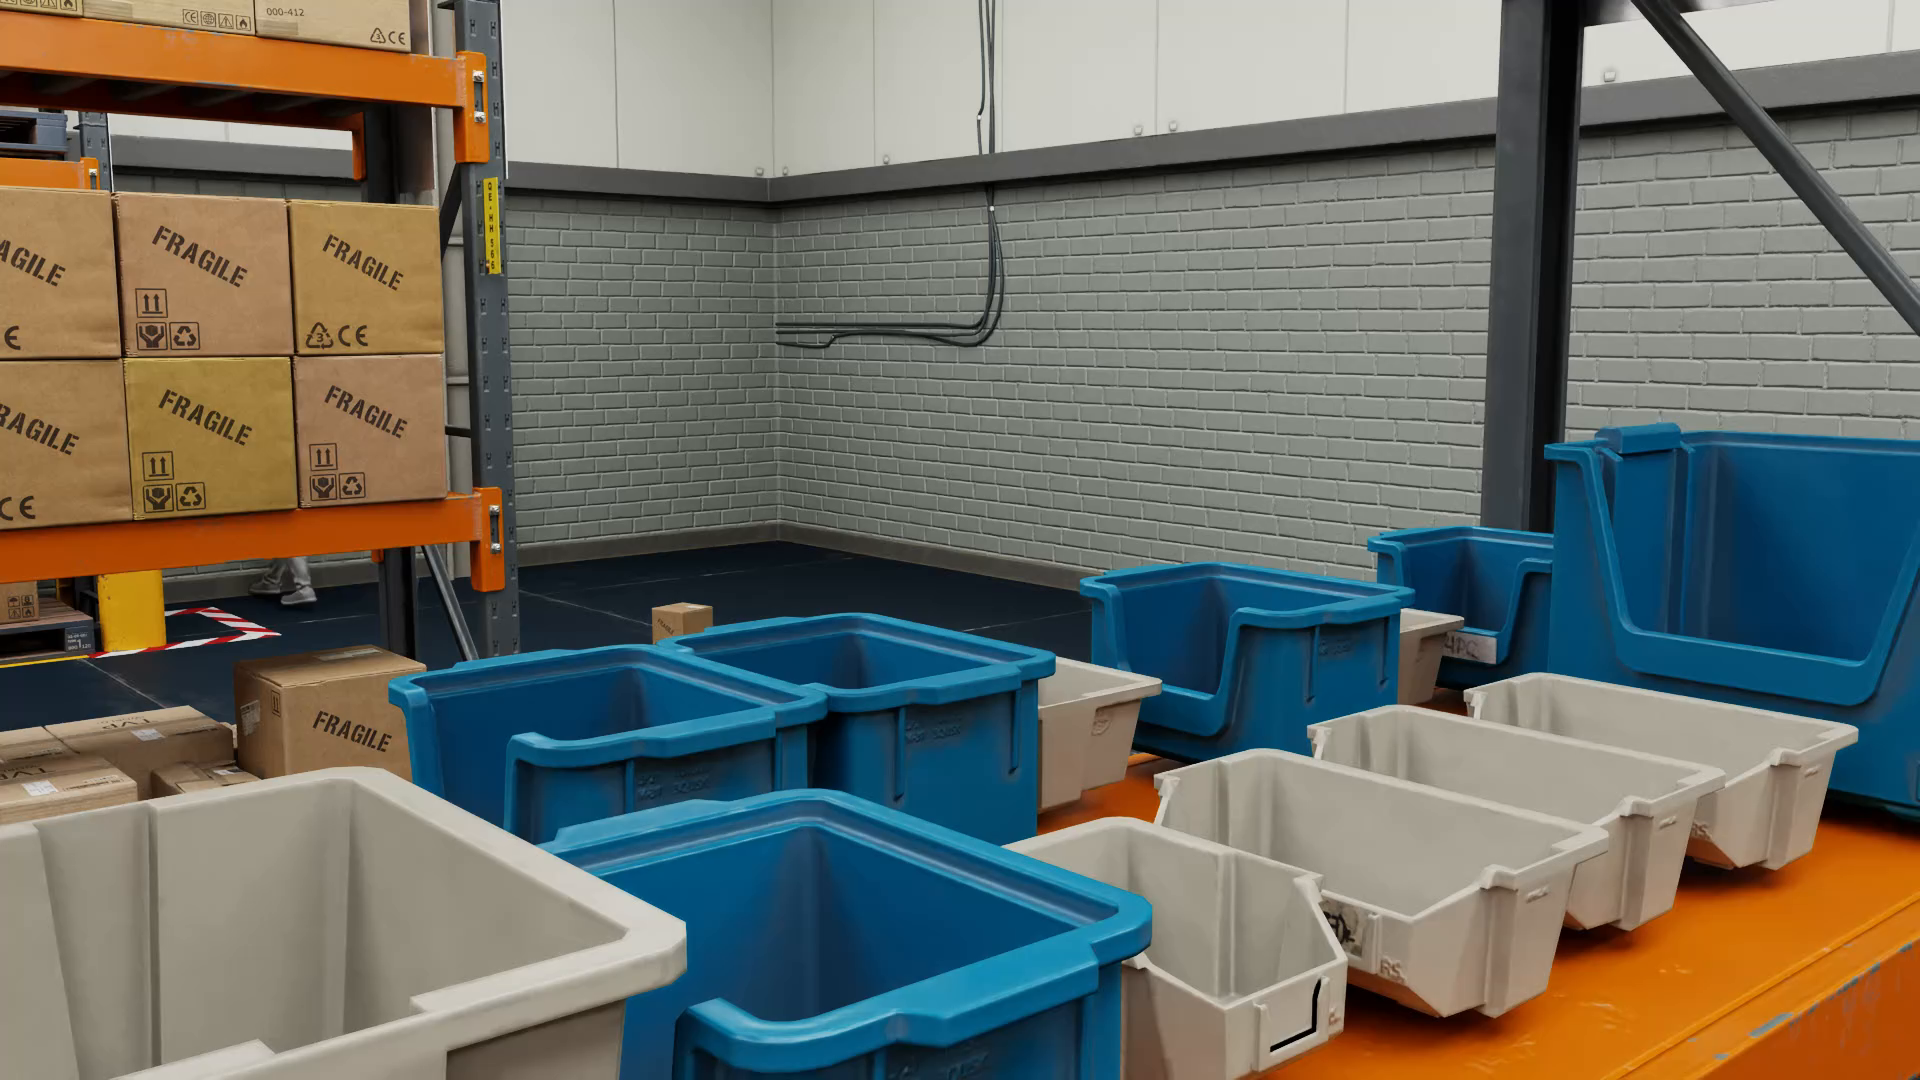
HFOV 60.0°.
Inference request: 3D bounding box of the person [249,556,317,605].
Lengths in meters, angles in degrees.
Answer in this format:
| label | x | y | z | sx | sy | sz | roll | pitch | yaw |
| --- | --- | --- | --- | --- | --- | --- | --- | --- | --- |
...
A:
| label | x | y | z | sx | sy | sz | roll | pitch | yaw |
| --- | --- | --- | --- | --- | --- | --- | --- | --- | --- |
| person | -4.645 | -0.409 | 11.195 | 0.852 | 1.650 | 0.493 | 4 | 9 | 28 |
